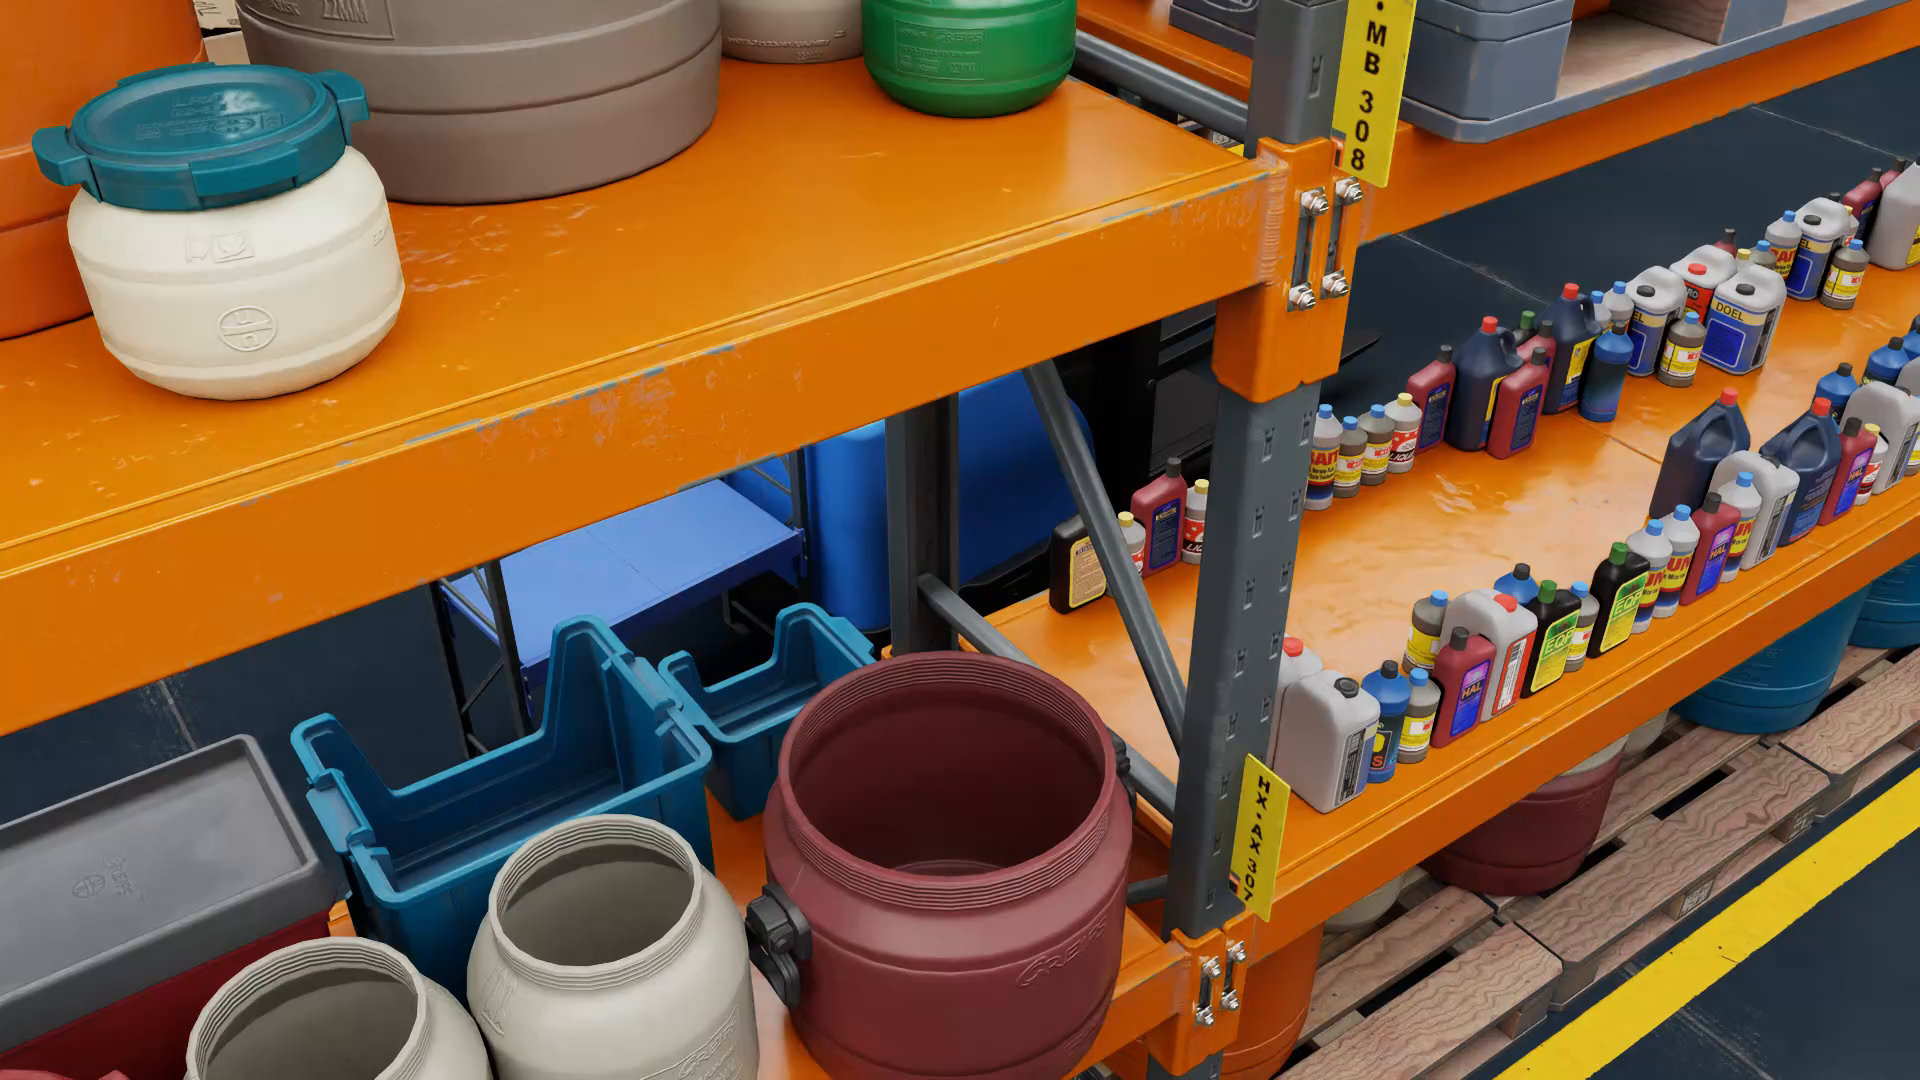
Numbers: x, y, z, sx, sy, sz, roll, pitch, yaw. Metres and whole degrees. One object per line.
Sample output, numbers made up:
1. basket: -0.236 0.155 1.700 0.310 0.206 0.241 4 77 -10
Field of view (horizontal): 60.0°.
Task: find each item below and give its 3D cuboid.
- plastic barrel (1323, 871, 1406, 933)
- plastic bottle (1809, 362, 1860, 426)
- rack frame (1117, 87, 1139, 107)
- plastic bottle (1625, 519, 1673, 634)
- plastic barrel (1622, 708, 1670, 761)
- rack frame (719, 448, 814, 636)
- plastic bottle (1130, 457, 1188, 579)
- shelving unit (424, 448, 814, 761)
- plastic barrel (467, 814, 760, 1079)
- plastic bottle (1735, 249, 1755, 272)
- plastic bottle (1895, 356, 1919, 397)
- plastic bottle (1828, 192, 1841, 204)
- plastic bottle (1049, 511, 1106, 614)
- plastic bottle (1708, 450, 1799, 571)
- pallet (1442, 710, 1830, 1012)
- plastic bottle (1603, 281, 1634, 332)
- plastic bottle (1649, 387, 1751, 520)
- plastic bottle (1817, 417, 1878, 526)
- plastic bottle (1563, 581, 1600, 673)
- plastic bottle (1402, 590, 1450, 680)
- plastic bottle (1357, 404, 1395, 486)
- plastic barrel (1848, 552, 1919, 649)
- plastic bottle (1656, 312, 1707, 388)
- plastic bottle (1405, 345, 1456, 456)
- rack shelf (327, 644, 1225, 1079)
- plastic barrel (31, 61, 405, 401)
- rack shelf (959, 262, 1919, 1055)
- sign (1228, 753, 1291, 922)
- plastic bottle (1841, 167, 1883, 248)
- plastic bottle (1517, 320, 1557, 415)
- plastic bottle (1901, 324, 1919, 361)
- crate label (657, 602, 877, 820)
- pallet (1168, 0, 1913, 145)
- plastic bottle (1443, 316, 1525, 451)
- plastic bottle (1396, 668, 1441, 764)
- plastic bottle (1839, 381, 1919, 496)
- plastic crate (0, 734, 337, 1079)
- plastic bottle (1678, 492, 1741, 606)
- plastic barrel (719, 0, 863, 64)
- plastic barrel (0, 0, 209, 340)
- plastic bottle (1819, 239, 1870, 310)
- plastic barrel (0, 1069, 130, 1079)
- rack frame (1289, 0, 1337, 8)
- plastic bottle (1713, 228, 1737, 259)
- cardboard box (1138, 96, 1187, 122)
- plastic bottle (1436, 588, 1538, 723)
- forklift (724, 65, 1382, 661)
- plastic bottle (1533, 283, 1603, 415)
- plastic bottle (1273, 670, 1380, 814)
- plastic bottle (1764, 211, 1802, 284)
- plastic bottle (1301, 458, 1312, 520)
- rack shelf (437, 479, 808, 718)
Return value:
1. plastic barrel: 0.985 0.751 4.408 0.421 0.512 0.421 0 36 0
2. plastic bottle: 2.221 -0.327 4.246 0.097 0.271 0.097 0 36 0
3. rack frame: 0.604 -3.394 8.400 0.127 3.000 1.000 -22 41 -28
4. plastic bottle: 1.511 0.073 3.689 0.097 0.271 0.097 0 36 0
5. plastic barrel: 1.908 0.371 4.936 0.421 0.512 0.421 0 36 0
6. rack frame: -0.649 -0.221 5.273 0.032 1.500 0.500 -28 44 -33
7. plastic bottle: 0.458 -0.053 3.855 0.133 0.283 0.061 -22 41 -28
8. shelving unit: -1.025 -0.021 4.994 1.048 1.500 0.538 -28 44 -33
9. plastic barrel: -0.533 0.719 2.585 0.421 0.512 0.421 0 36 0
10. plastic bottle: 2.288 -0.760 4.908 0.097 0.201 0.097 0 36 0
11. plastic bottle: 2.497 -0.354 4.279 0.135 0.276 0.152 -22 41 -28
12. plastic bottle: 2.636 -0.932 5.087 0.097 0.271 0.097 0 36 0
13. plastic bottle: 0.269 0.024 3.747 0.133 0.283 0.061 -22 41 -28
14. plastic bottle: 1.858 -0.091 3.914 0.135 0.276 0.152 -22 41 -28
15. pallet: 1.801 0.756 5.019 1.213 0.211 1.003 -22 41 -28
16. plastic bottle: 1.799 -0.587 4.608 0.097 0.271 0.097 0 36 0
17. plastic bottle: 1.793 -0.200 4.002 0.185 0.351 0.144 -22 41 -28
18. plastic bottle: 2.145 -0.179 4.030 0.133 0.283 0.061 -22 41 -28
19. plastic bottle: 1.322 0.180 3.602 0.097 0.201 0.097 0 36 0
20. plastic bottle: 1.016 0.197 3.577 0.097 0.201 0.097 0 36 0
21. plastic bottle: 1.040 -0.247 4.194 0.097 0.201 0.097 0 36 0
22. plastic barrel: 3.000 -0.173 5.358 0.708 0.901 0.600 -22 41 -28
23. plastic bottle: 1.997 -0.532 4.590 0.097 0.201 0.097 0 36 0
24. plastic bottle: 1.204 -0.360 4.282 0.133 0.283 0.061 -22 41 -28
25. rack shelf: -1.450 1.281 2.516 4.000 0.370 1.077 -22 41 -28
26. plastic barrel: -0.720 -0.306 1.656 0.301 0.262 0.301 0 36 0
27. rack shelf: 1.819 -0.064 4.386 4.000 0.370 1.077 -22 41 -28
28. sign: 0.507 0.511 2.831 0.005 0.325 0.100 -22 41 -28
29. plastic bottle: 2.800 -1.017 5.195 0.133 0.283 0.061 -22 41 -28
30. plastic bottle: 1.499 -0.438 4.390 0.133 0.283 0.061 -22 41 -28
31. plastic bottle: 2.520 -0.451 4.418 0.097 0.271 0.097 0 36 0
32. crate label: -0.376 0.347 3.341 0.416 0.233 0.303 -22 41 -28
33. pallet: 0.866 -1.035 2.713 1.213 0.211 1.003 -22 41 -28
34. plastic bottle: 1.358 -0.421 4.309 0.185 0.351 0.144 -22 41 -28
35. plastic bottle: 0.915 0.347 3.368 0.097 0.201 0.097 0 36 0
36. plastic bottle: 2.308 -0.276 4.171 0.135 0.276 0.152 -22 41 -28
37. plastic crate: -1.313 0.688 2.669 0.583 0.464 0.402 -22 41 -28
38. plastic bottle: 1.695 0.006 3.773 0.133 0.283 0.061 -22 41 -28
39. plastic barrel: -0.246 -0.988 2.390 0.421 0.512 0.421 0 36 0
40. plastic barrel: -1.146 -0.683 1.694 0.708 0.830 0.600 -22 41 -28
41. plastic bottle: 2.644 -0.798 4.961 0.097 0.201 0.097 0 36 0
42. plastic barrel: -1.223 0.997 2.178 0.433 0.535 0.433 0 36 0
43. rack frame: 0.185 -2.119 1.489 0.127 3.000 1.000 -22 41 -28
44. plastic bottle: 2.183 -0.763 4.842 0.133 0.283 0.061 -22 41 -28
45. cardboard box: 1.071 -2.519 9.110 0.500 0.311 0.500 -22 41 -28
46. plastic bottle: 1.103 0.220 3.481 0.135 0.276 0.152 -22 41 -28
47. forklift: 0.461 -1.436 5.737 3.031 2.935 1.130 -28 44 -33
48. plastic bottle: 1.618 -0.528 4.458 0.185 0.351 0.144 -22 41 -28
49. plastic bottle: 0.724 0.376 3.265 0.135 0.276 0.152 -22 41 -28
50. plastic bottle: 2.447 -0.854 4.978 0.097 0.271 0.097 0 36 0
51. plastic bottle: 0.802 -0.148 4.057 0.097 0.201 0.097 0 36 0
52. rack shelf: -1.025 0.125 5.099 1.000 0.185 0.538 -28 44 -33
